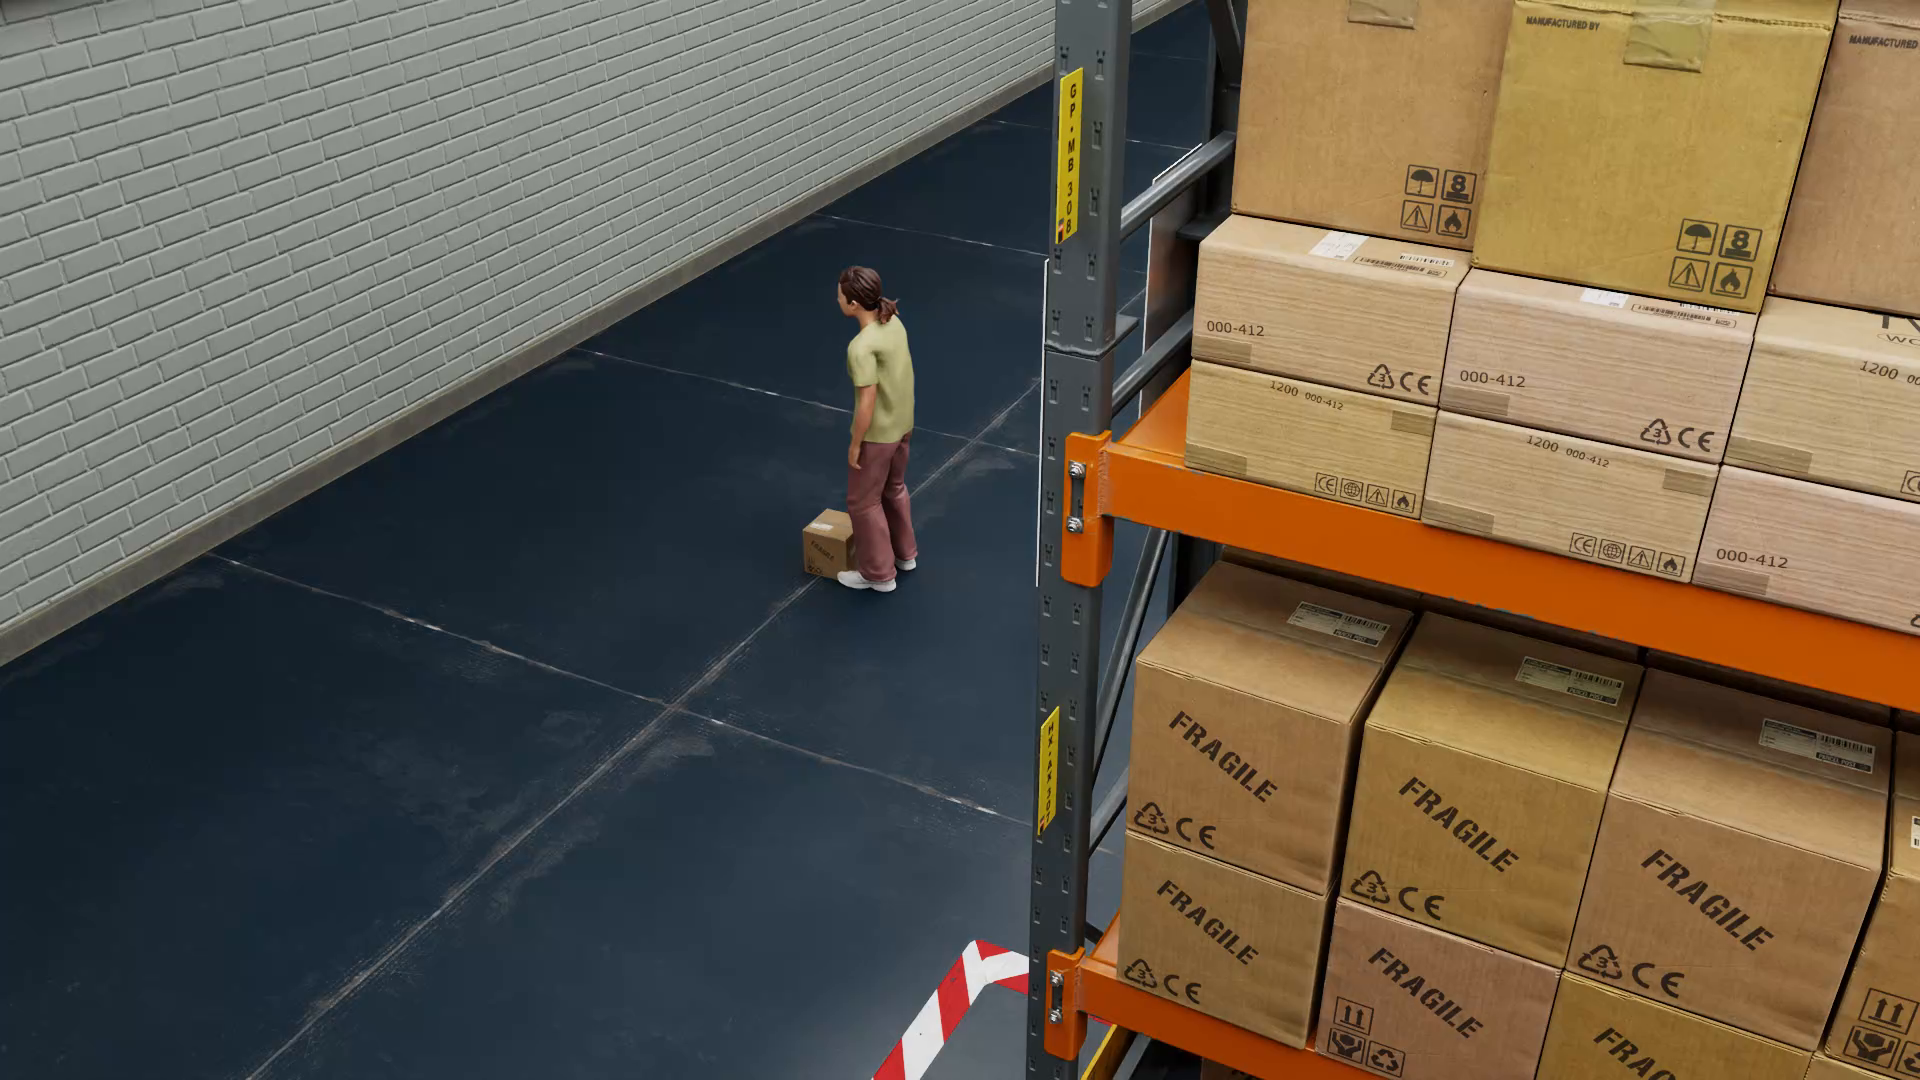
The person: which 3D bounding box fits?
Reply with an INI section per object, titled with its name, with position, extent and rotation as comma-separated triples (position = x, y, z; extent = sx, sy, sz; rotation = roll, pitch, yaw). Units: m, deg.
[person]
position = -0.410, -0.532, 8.047
extent = 0.359, 1.672, 0.521
rotation = 13, 32, 21
